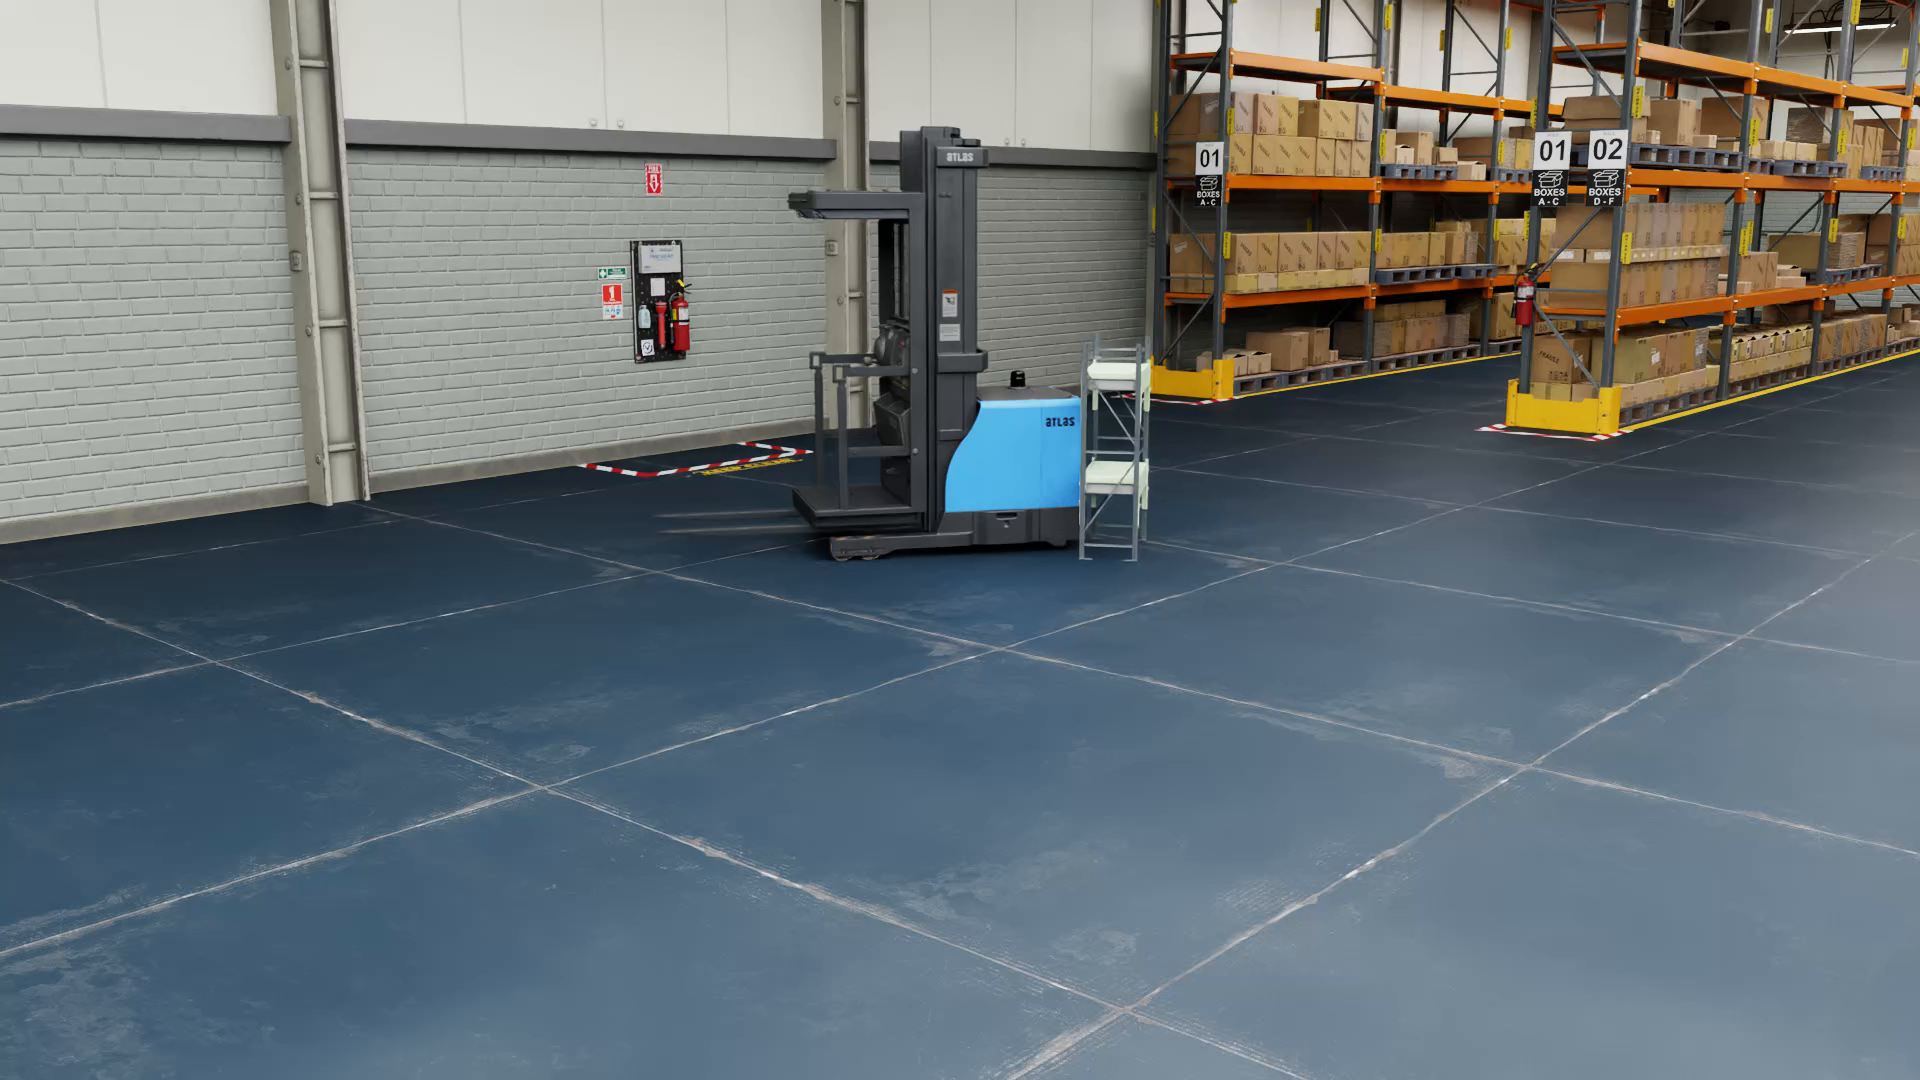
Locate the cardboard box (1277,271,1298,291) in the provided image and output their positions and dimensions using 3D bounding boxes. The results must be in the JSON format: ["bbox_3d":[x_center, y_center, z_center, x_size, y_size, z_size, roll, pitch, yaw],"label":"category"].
[{"bbox_3d":[4.173,-3.469,22.254,0.500,0.250,0.500,9,15,39],"label":"cardboard box"}]

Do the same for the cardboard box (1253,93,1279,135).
[{"bbox_3d":[3.746,-5.462,21.384,0.500,0.500,0.500,10,15,40],"label":"cardboard box"}]

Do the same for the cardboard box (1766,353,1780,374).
[{"bbox_3d":[10.771,-2.409,22.564,0.500,0.250,0.500,10,15,41],"label":"cardboard box"}]

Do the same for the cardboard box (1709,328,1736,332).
[{"bbox_3d":[10.360,-2.751,22.845,0.500,0.311,0.500,10,15,40],"label":"cardboard box"}]

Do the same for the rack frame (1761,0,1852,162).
[{"bbox_3d":[11.944,-6.829,23.425,1.000,3.000,0.127,10,15,40],"label":"rack frame"}]

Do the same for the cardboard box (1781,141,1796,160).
[{"bbox_3d":[10.969,-5.254,22.510,0.500,0.250,0.500,9,15,39],"label":"cardboard box"}]

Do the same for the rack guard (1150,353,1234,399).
[{"bbox_3d":[2.990,-2.135,21.625,1.175,0.500,0.348,10,15,40],"label":"rack guard"}]

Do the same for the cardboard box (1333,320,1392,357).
[{"bbox_3d":[6.054,-3.039,25.025,0.700,0.500,0.500,10,15,42],"label":"cardboard box"}]

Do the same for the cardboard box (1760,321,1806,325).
[{"bbox_3d":[12.385,-3.045,25.056,0.500,0.500,0.500,11,15,43],"label":"cardboard box"}]

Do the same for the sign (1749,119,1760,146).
[{"bbox_3d":[9.722,-4.990,20.356,0.100,0.325,0.005,10,15,40],"label":"sign"}]

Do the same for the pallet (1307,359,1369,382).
[{"bbox_3d":[5.164,-2.467,24.026,1.003,0.211,1.213,10,15,40],"label":"pallet"}]

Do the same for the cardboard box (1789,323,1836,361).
[{"bbox_3d":[12.460,-2.907,24.365,0.500,0.500,0.500,11,15,43],"label":"cardboard box"}]

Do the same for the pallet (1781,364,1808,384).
[{"bbox_3d":[11.372,-2.403,23.705,1.003,0.211,1.213,10,15,40],"label":"pallet"}]

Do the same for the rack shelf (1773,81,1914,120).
[{"bbox_3d":[13.265,-6.574,25.008,1.077,0.370,4.000,10,15,40],"label":"rack shelf"}]

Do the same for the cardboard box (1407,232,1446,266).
[{"bbox_3d":[7.112,-4.535,25.879,0.700,0.500,0.500,10,15,40],"label":"cardboard box"}]

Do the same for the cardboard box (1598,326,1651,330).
[{"bbox_3d":[8.103,-2.349,20.345,0.500,0.500,0.500,10,15,40],"label":"cardboard box"}]

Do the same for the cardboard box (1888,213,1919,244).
[{"bbox_3d":[15.787,-5.199,27.775,0.500,0.500,0.500,9,15,39],"label":"cardboard box"}]

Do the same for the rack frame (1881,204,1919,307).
[{"bbox_3d":[17.225,-5.064,29.906,1.000,3.000,0.127,10,15,40],"label":"rack frame"}]

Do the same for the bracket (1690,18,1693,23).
[{"bbox_3d":[15.175,-10.935,34.794,0.235,0.232,0.430,10,15,40],"label":"bracket"}]

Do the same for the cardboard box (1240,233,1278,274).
[{"bbox_3d":[3.815,-3.756,21.778,0.500,0.500,0.500,10,15,41],"label":"cardboard box"}]

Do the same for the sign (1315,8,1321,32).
[{"bbox_3d":[5.160,-7.487,23.931,0.100,0.325,0.005,10,15,40],"label":"sign"}]

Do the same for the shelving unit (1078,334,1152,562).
[{"bbox_3d":[1.095,-0.665,11.714,0.431,1.500,0.755,2,12,11],"label":"shelving unit"}]

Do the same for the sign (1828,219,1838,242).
[{"bbox_3d":[12.364,-4.383,23.543,0.100,0.325,0.005,10,15,40],"label":"sign"}]

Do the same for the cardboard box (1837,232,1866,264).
[{"bbox_3d":[14.104,-4.689,26.704,0.700,0.500,0.500,4,12,21],"label":"cardboard box"}]

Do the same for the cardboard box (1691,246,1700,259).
[{"bbox_3d":[8.612,-3.448,19.906,0.380,0.149,0.250,10,15,40],"label":"cardboard box"}]

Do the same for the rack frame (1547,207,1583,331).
[{"bbox_3d":[10.861,-5.115,30.163,1.000,3.000,0.127,10,15,40],"label":"rack frame"}]

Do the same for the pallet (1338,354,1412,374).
[{"bbox_3d":[6.093,-2.686,25.118,1.003,0.211,1.213,10,15,40],"label":"pallet"}]

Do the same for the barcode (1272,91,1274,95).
[{"bbox_3d":[4.340,-6.192,23.045,0.001,0.075,0.075,10,15,40],"label":"barcode"}]

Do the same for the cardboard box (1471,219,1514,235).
[{"bbox_3d":[8.733,-5.137,27.291,0.500,0.250,0.500,10,15,42],"label":"cardboard box"}]

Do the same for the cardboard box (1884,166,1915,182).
[{"bbox_3d":[15.092,-5.912,26.878,0.500,0.250,0.500,10,15,40],"label":"cardboard box"}]

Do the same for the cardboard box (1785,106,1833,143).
[{"bbox_3d":[12.237,-5.960,23.929,0.500,0.500,0.500,10,15,40],"label":"cardboard box"}]

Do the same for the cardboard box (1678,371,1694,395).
[{"bbox_3d":[8.506,-1.912,20.072,0.500,0.250,0.500,10,15,40],"label":"cardboard box"}]

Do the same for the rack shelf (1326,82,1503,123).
[{"bbox_3d":[6.901,-6.625,25.266,1.077,0.370,4.000,10,15,40],"label":"rack shelf"}]

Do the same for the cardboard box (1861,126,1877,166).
[{"bbox_3d":[13.773,-6.084,25.774,0.600,0.600,0.600,10,15,40],"label":"cardboard box"}]

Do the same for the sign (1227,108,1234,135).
[{"bbox_3d":[3.348,-5.179,20.593,0.100,0.325,0.005,10,15,40],"label":"sign"}]

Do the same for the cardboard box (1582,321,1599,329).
[{"bbox_3d":[11.432,-4.192,30.851,0.700,0.500,0.500,10,15,41],"label":"cardboard box"}]

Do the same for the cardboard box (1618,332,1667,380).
[{"bbox_3d":[7.834,-2.134,19.272,0.500,0.500,0.500,10,15,40],"label":"cardboard box"}]

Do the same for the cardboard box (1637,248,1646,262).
[{"bbox_3d":[7.422,-3.183,18.575,0.380,0.149,0.250,10,15,41],"label":"cardboard box"}]

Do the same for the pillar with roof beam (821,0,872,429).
[{"bbox_3d":[2.025,-5.067,14.605,9.100,9.000,0.400,10,15,40],"label":"pillar with roof beam"}]

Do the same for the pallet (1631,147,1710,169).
[{"bbox_3d":[7.955,-4.418,19.242,1.003,0.211,1.213,10,15,40],"label":"pallet"}]

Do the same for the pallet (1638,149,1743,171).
[{"bbox_3d":[8.760,-4.597,20.136,1.003,0.211,1.213,10,15,40],"label":"pallet"}]

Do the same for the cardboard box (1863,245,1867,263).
[{"bbox_3d":[14.722,-4.631,27.484,0.500,0.500,0.500,10,15,41],"label":"cardboard box"}]

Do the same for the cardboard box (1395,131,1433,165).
[{"bbox_3d":[6.816,-5.916,25.185,0.500,0.500,0.500,9,14,38],"label":"cardboard box"}]

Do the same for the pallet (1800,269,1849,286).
[{"bbox_3d":[12.339,-3.901,24.576,1.213,0.211,1.003,10,15,40],"label":"pallet"}]

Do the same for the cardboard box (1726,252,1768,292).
[{"bbox_3d":[10.502,-3.609,22.369,0.500,0.500,0.500,10,15,40],"label":"cardboard box"}]

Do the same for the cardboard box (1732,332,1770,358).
[{"bbox_3d":[10.439,-2.609,22.130,0.500,0.311,0.500,9,14,38],"label":"cardboard box"}]

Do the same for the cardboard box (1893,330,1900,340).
[{"bbox_3d":[15.588,-3.464,28.007,0.380,0.166,0.250,10,15,40],"label":"cardboard box"}]

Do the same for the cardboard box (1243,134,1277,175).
[{"bbox_3d":[3.730,-4.971,21.475,0.500,0.500,0.500,-11,16,-44],"label":"cardboard box"}]

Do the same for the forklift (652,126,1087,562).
[{"bbox_3d":[-0.664,-1.403,11.751,3.031,2.935,1.130,-3,12,-14],"label":"forklift"}]

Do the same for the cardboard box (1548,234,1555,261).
[{"bbox_3d":[10.079,-5.070,28.872,0.500,0.500,0.500,10,15,40],"label":"cardboard box"}]

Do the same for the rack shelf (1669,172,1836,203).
[{"bbox_3d":[10.624,-4.711,22.316,1.077,0.370,4.000,10,15,40],"label":"rack shelf"}]

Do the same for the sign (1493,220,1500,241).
[{"bbox_3d":[8.635,-4.987,26.767,0.100,0.325,0.005,10,15,40],"label":"sign"}]

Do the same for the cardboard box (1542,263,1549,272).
[{"bbox_3d":[9.979,-4.734,28.846,0.380,0.149,0.250,9,15,39],"label":"cardboard box"}]

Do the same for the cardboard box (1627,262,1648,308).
[{"bbox_3d":[7.324,-2.904,18.836,0.700,0.500,0.500,10,15,42],"label":"cardboard box"}]

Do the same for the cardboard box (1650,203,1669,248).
[{"bbox_3d":[7.691,-3.622,19.120,0.700,0.500,0.500,10,15,41],"label":"cardboard box"}]

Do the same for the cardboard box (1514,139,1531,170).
[{"bbox_3d":[9.183,-6.506,28.088,0.700,0.500,0.500,11,16,43],"label":"cardboard box"}]

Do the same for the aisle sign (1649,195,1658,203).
[{"bbox_3d":[13.775,-6.950,32.714,0.394,0.787,0.004,10,15,40],"label":"aisle sign"}]
